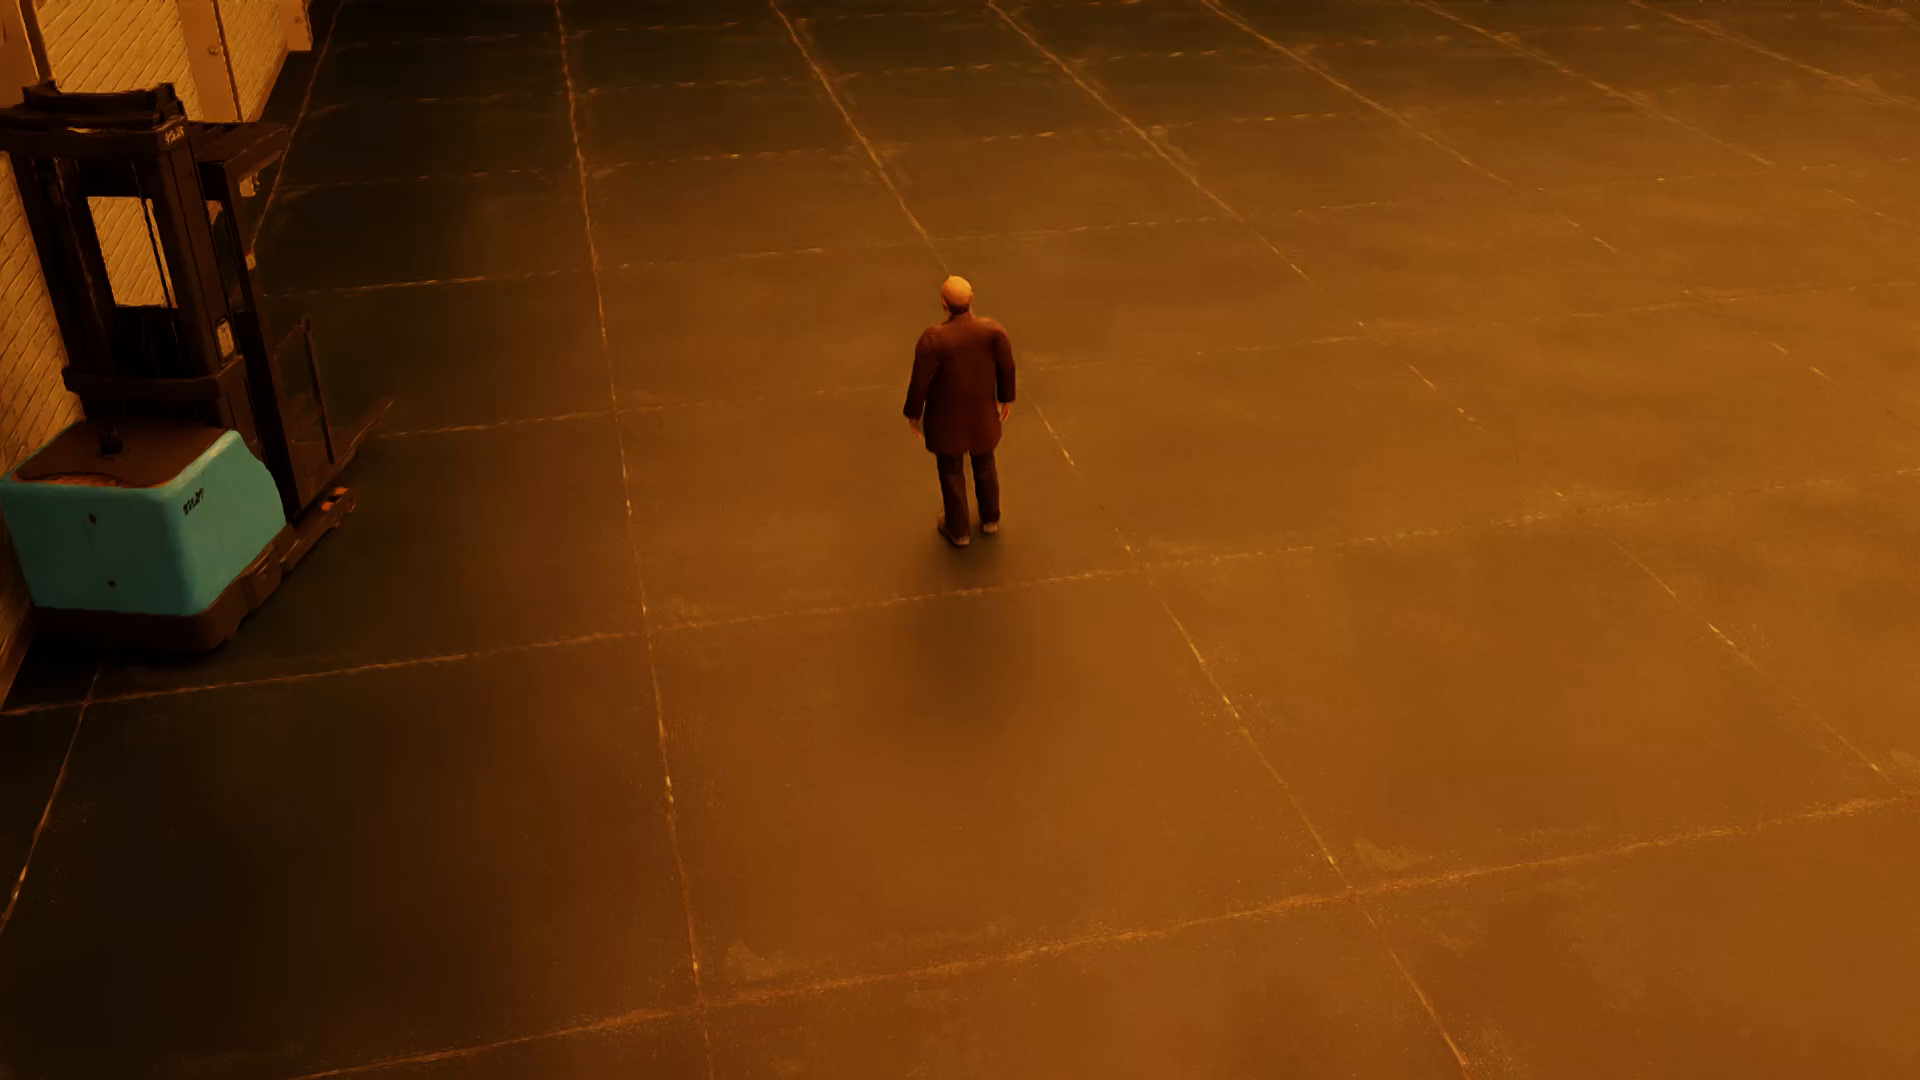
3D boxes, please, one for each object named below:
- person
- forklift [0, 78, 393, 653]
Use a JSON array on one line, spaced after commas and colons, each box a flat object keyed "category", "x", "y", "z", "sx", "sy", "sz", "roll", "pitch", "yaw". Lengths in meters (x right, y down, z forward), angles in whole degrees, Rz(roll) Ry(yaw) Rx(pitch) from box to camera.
[{"category": "person", "x": -0.017, "y": -0.821, "z": 10.129, "sx": 0.694, "sy": 1.776, "sz": 0.580, "roll": -7, "pitch": 31, "yaw": -12}, {"category": "forklift", "x": -4.526, "y": -1.353, "z": 9.911, "sx": 1.130, "sy": 2.935, "sz": 3.031, "roll": 3, "pitch": 30, "yaw": 6}]
